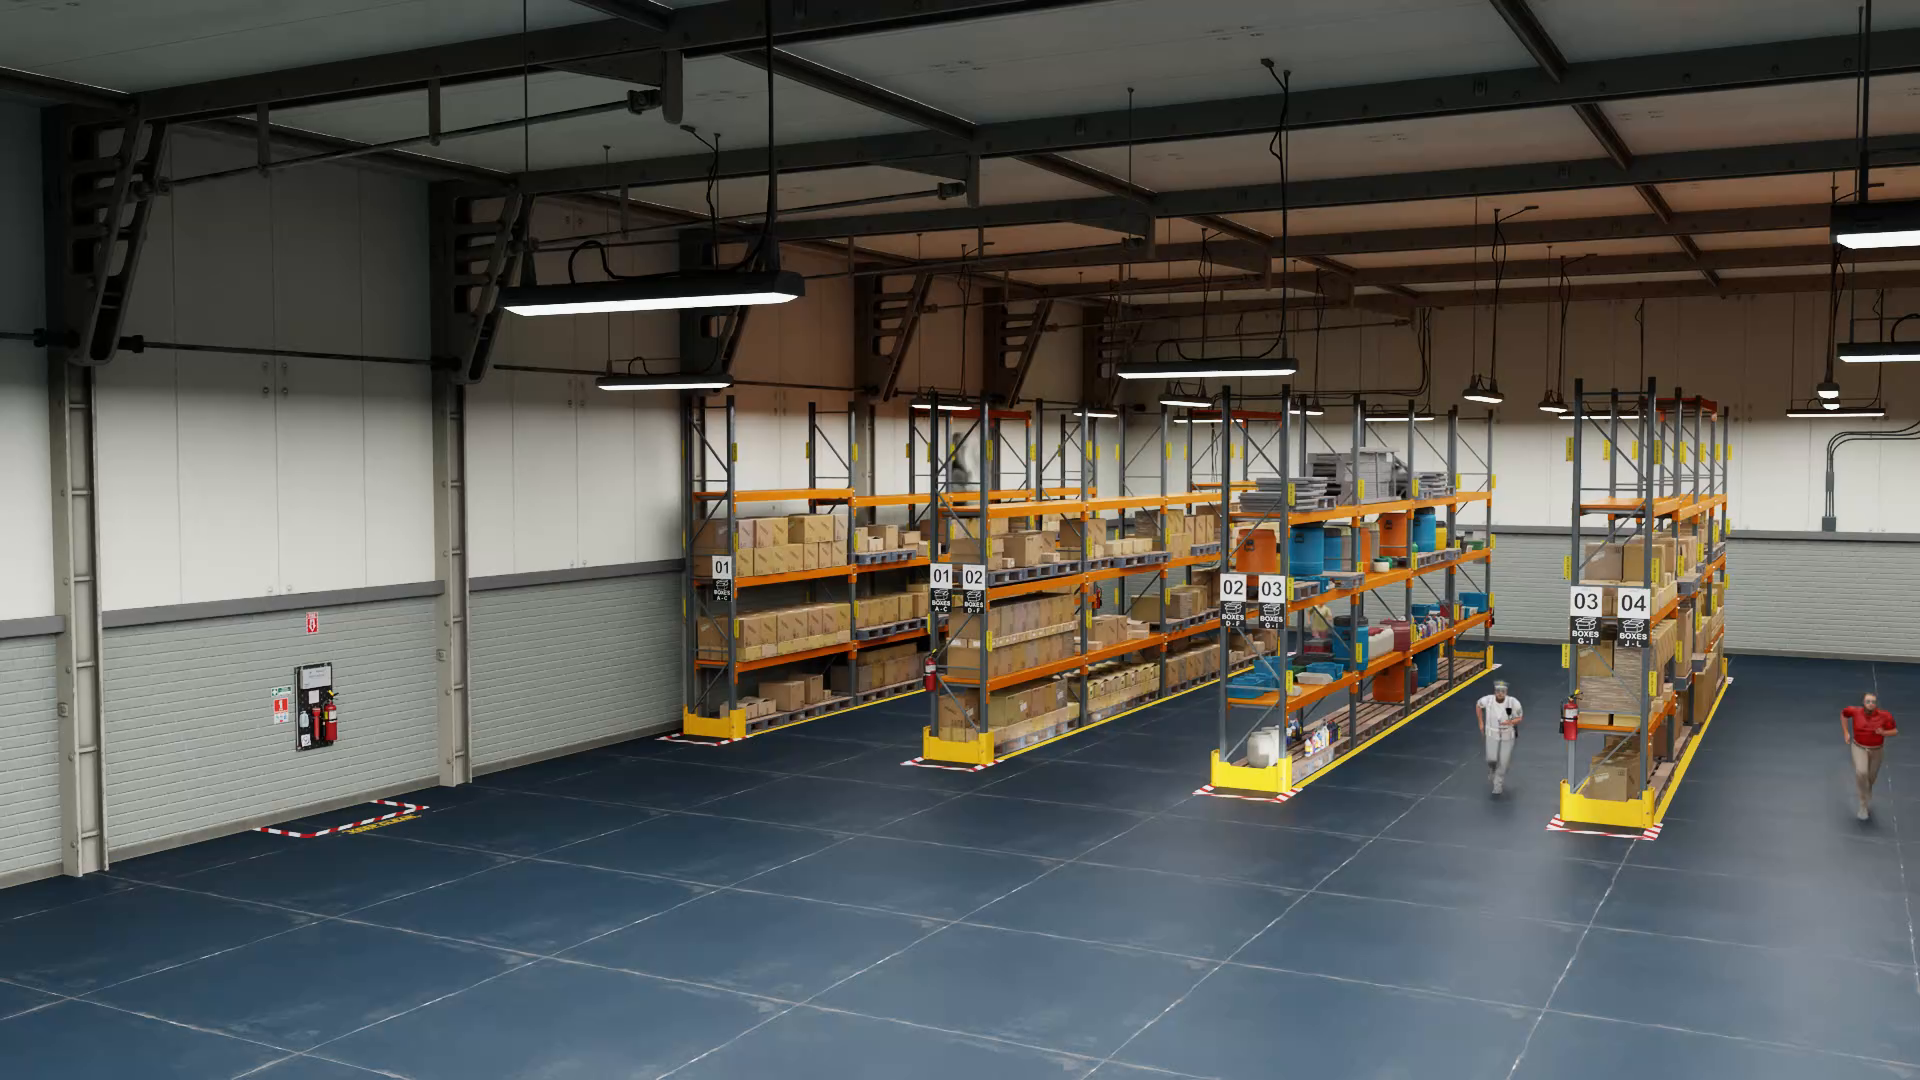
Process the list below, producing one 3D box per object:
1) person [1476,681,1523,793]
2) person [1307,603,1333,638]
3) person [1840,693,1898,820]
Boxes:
[{"bbox_3d":[7.877,2.879,24.306,0.647,1.696,0.738,1,3,17],"label":"person"},{"bbox_3d":[8.408,2.120,38.859,0.586,1.664,0.970,1,3,12],"label":"person"},{"bbox_3d":[12.557,2.962,23.010,0.653,1.753,0.983,1,3,19],"label":"person"}]
